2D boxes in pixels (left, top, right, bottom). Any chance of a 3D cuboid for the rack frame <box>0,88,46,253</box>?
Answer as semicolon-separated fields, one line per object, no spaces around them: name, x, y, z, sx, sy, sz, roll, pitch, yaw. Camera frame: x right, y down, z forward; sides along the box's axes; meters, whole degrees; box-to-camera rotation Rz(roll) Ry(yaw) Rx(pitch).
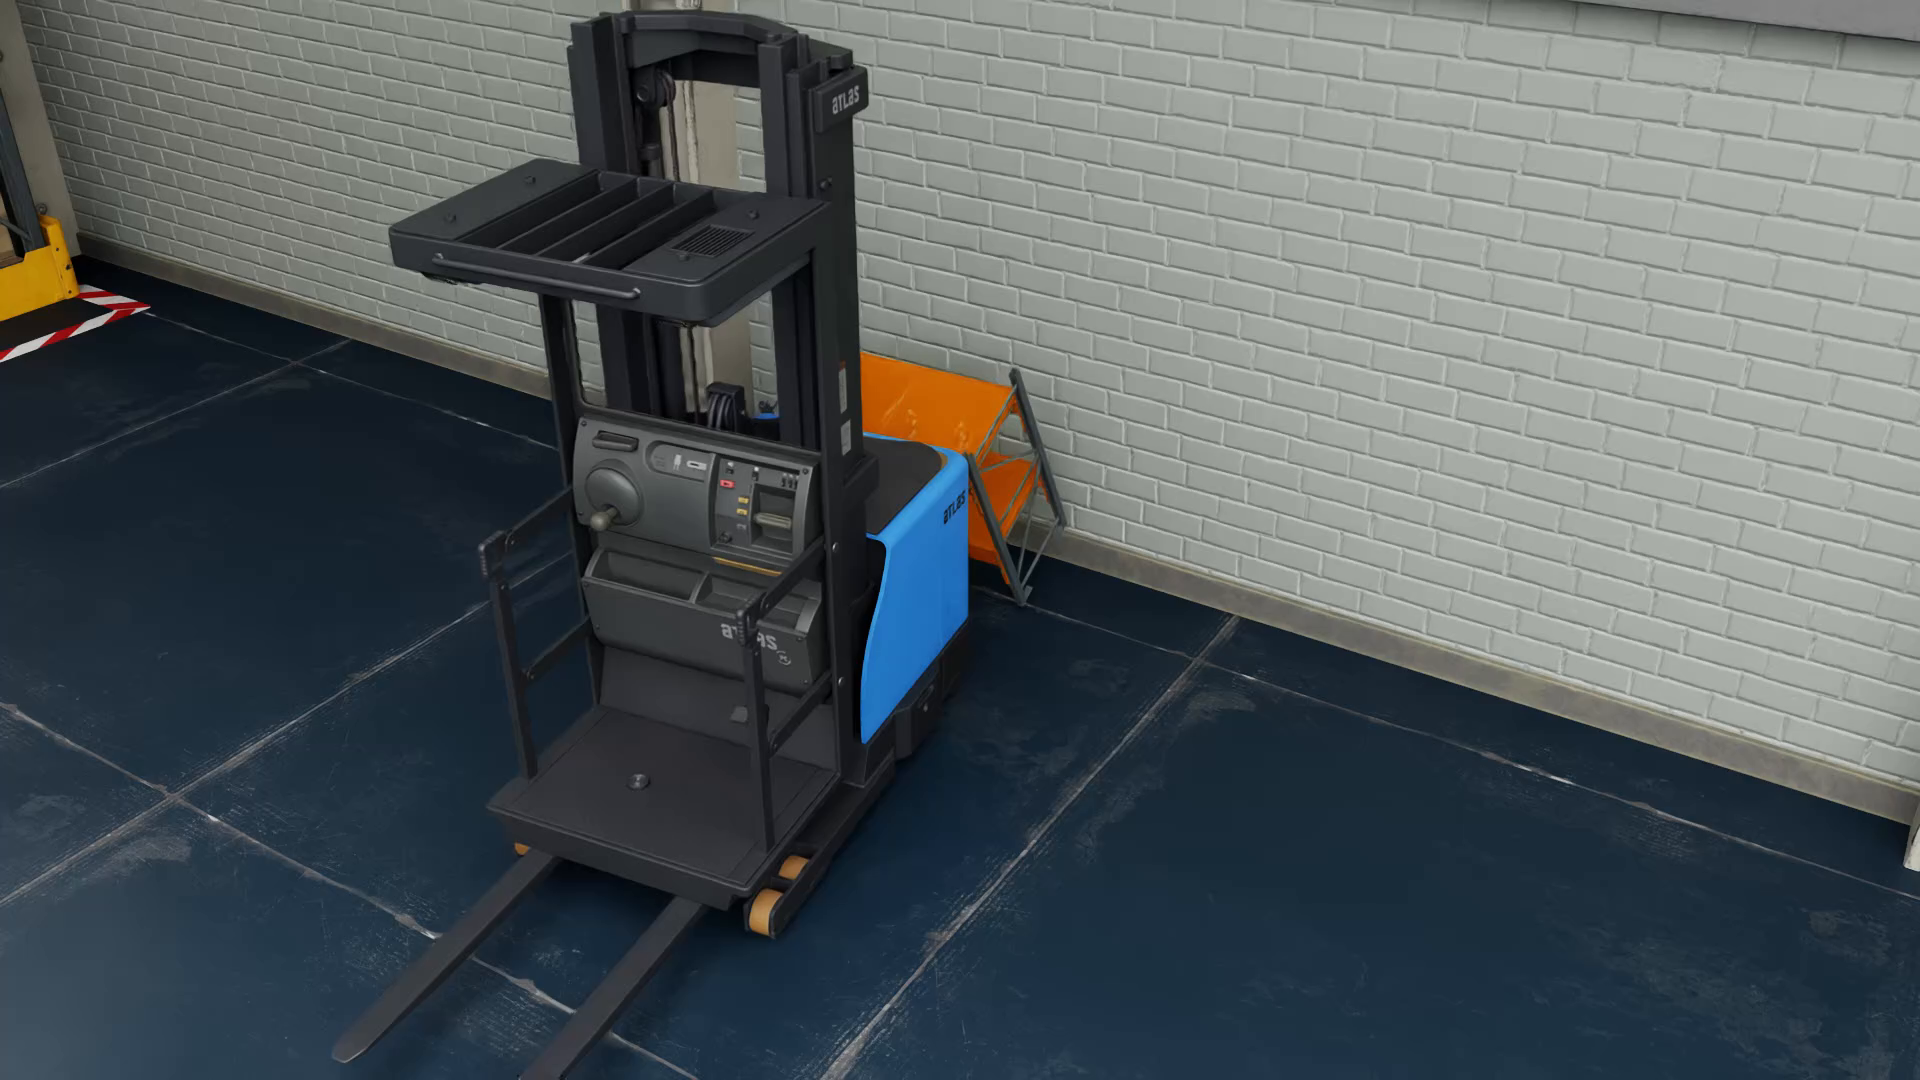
rack frame;-6.302;-2.740;9.970;0.127;3.000;1.000;18;35;27

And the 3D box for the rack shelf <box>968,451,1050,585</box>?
rack shelf;-0.128;-0.197;7.755;1.000;0.278;0.538;16;61;26

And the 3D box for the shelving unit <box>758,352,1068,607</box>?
shelving unit;-0.184;-0.336;7.562;1.048;1.125;0.538;16;61;26

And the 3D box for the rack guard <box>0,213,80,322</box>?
rack guard;-6.282;-1.654;10.589;0.348;0.500;1.175;18;35;27

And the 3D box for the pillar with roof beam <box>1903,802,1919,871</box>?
pillar with roof beam;1.462;-0.851;0.778;0.400;9.000;9.100;18;35;27

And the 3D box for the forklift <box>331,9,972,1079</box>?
forklift;-1.010;-0.118;5.544;1.130;2.935;3.031;13;33;20

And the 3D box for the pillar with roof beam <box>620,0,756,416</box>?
pillar with roof beam;-3.620;-2.458;3.533;0.400;9.000;9.100;18;35;27

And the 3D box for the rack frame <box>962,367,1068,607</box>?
rack frame;0.256;-0.210;7.342;0.032;1.125;0.500;16;61;26

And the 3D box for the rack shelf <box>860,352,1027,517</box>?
rack shelf;-0.252;-0.502;7.331;1.000;0.278;0.538;16;61;26

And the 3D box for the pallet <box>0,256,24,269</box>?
pallet;-6.972;-1.723;10.994;1.213;0.211;1.003;18;35;27

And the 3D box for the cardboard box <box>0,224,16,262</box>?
cardboard box;-6.614;-1.949;10.926;0.500;0.250;0.500;18;35;28

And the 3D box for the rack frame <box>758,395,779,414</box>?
rack frame;-0.625;-0.462;7.782;0.032;1.125;0.500;16;61;26

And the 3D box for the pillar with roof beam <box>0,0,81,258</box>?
pillar with roof beam;-8.701;-4.065;6.288;0.400;9.000;9.100;18;35;27

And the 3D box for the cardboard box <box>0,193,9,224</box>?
cardboard box;-6.590;-2.165;10.799;0.500;0.250;0.500;18;35;28
